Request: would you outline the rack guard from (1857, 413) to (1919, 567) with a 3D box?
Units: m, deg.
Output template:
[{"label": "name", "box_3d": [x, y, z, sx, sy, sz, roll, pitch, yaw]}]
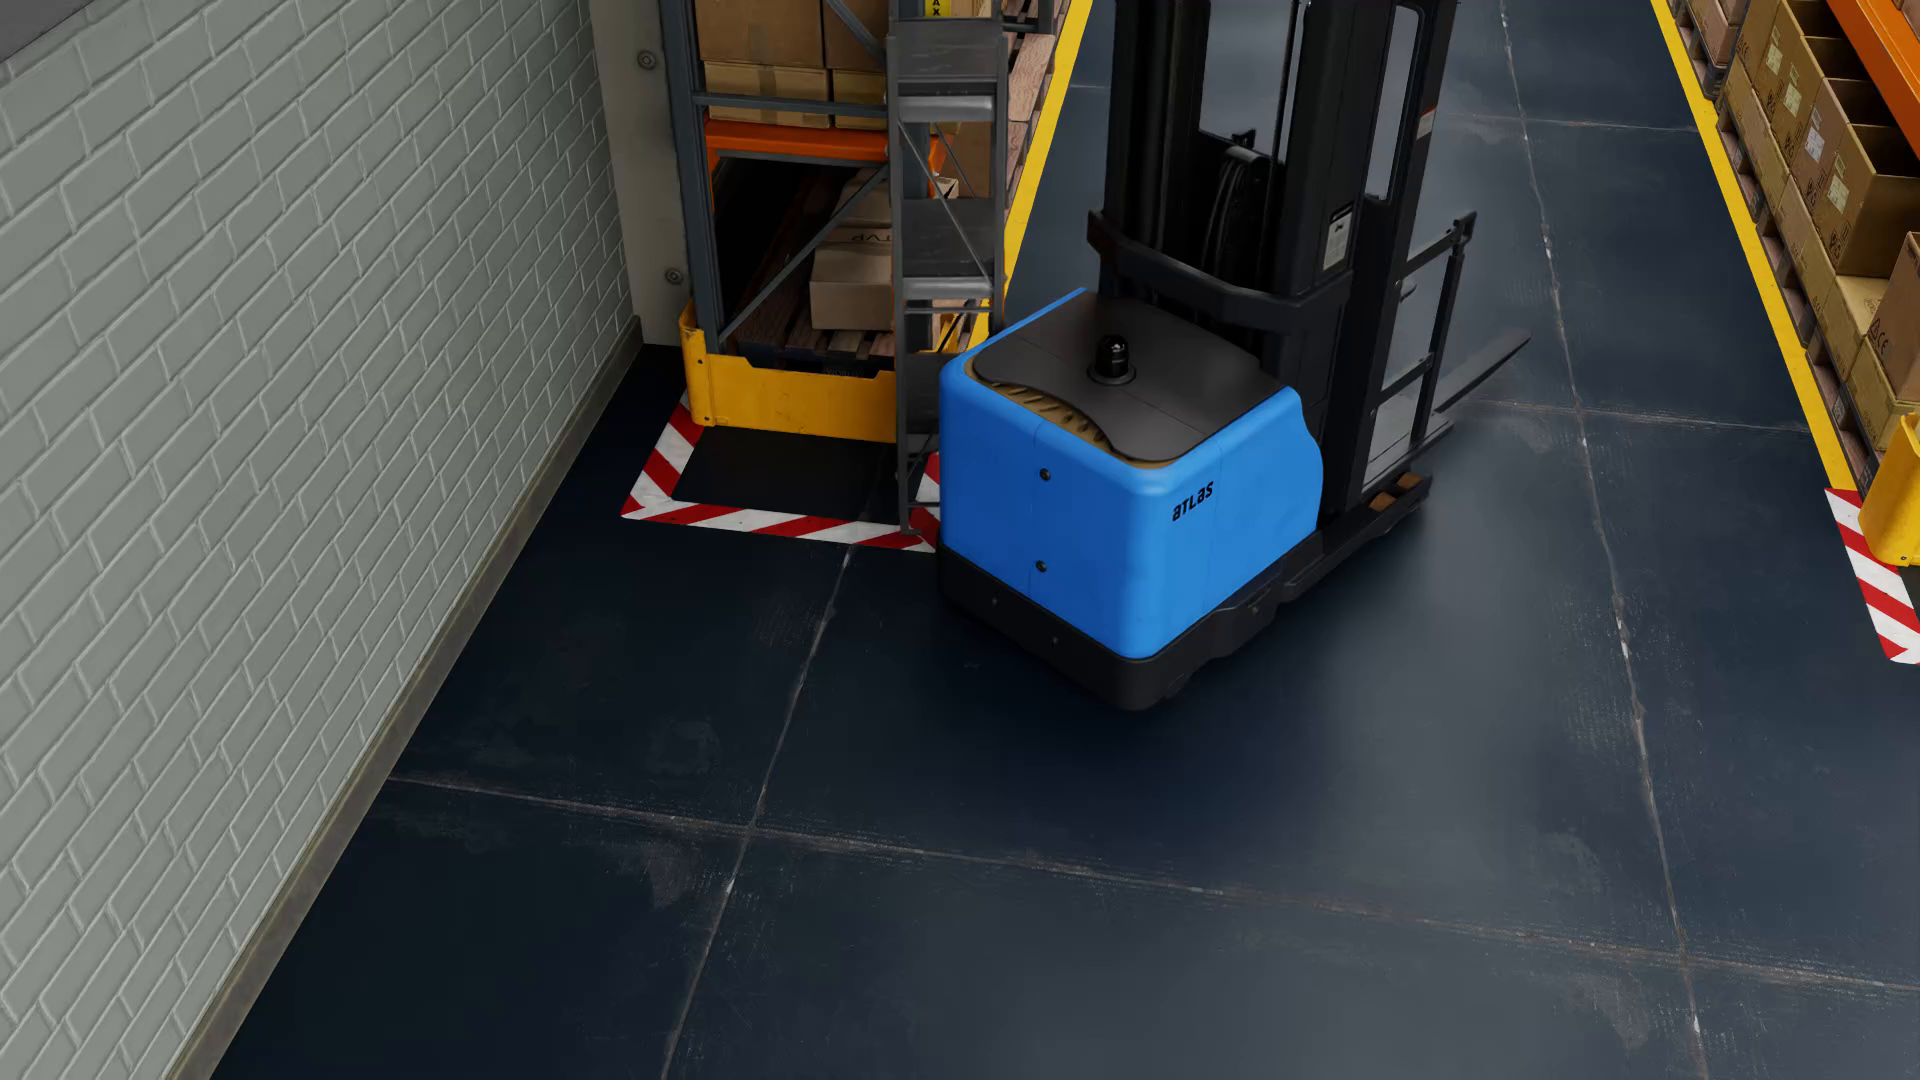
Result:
[{"label": "rack guard", "box_3d": [4.257, -0.145, 6.533, 1.175, 0.500, 0.348, 6, 40, 8]}]

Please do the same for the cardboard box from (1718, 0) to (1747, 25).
[{"label": "cardboard box", "box_3d": [4.741, -3.238, 9.701, 0.500, 0.311, 0.500, 6, 40, 8]}]

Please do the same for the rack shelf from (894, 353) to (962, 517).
[{"label": "rack shelf", "box_3d": [-0.048, -0.446, 6.762, 0.431, 0.518, 0.480, -1, 40, -1]}]

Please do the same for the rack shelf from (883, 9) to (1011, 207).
[{"label": "rack shelf", "box_3d": [-0.048, -1.525, 5.870, 0.431, 0.518, 0.480, -1, 40, -1]}]

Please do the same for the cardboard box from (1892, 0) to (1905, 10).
[{"label": "cardboard box", "box_3d": [4.707, -2.747, 7.640, 0.700, 0.500, 0.500, 7, 40, 8]}]

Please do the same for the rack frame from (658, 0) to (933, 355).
[{"label": "rack frame", "box_3d": [-0.618, -1.668, 6.413, 1.000, 3.000, 0.127, 6, 40, 8]}]

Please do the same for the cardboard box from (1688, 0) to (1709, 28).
[{"label": "cardboard box", "box_3d": [4.829, -3.346, 10.271, 0.500, 0.250, 0.500, 6, 40, 7]}]

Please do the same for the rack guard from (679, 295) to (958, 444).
[{"label": "rack guard", "box_3d": [-0.605, -0.752, 7.267, 1.175, 0.500, 0.348, 6, 40, 8]}]

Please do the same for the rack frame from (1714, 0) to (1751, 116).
[{"label": "rack frame", "box_3d": [4.954, -3.634, 8.791, 1.000, 3.000, 0.127, 6, 40, 8]}]

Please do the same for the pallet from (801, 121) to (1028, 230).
[{"label": "pallet", "box_3d": [-0.216, -1.910, 8.894, 1.003, 0.211, 1.213, 6, 40, 8]}]

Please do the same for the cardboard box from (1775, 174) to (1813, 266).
[{"label": "cardboard box", "box_3d": [4.311, -1.538, 8.084, 0.500, 0.250, 0.500, 6, 40, 8]}]

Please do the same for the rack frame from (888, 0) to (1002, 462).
[{"label": "rack frame", "box_3d": [-0.053, -1.152, 6.495, 0.400, 2.100, 0.015, -1, 40, -1]}]

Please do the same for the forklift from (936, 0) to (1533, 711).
[{"label": "forklift", "box_3d": [1.301, -1.362, 6.097, 1.130, 2.935, 3.031, 32, 49, 33]}]

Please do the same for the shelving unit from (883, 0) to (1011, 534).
[{"label": "shelving unit", "box_3d": [-0.048, -0.996, 6.307, 0.431, 2.100, 0.503, -1, 40, -1]}]

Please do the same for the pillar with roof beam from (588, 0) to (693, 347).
[{"label": "pillar with roof beam", "box_3d": [2.891, -4.040, 4.574, 9.100, 9.000, 0.400, 6, 40, 8]}]

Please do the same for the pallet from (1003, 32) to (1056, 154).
[{"label": "pallet", "box_3d": [-0.007, -2.678, 9.823, 1.003, 0.211, 1.213, 6, 40, 8]}]

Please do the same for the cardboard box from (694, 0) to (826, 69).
[{"label": "cardboard box", "box_3d": [-0.746, -2.226, 6.602, 0.500, 0.500, 0.500, 6, 40, 7]}]

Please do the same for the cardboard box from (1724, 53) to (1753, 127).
[{"label": "cardboard box", "box_3d": [4.575, -2.479, 9.222, 0.500, 0.250, 0.500, 6, 40, 8]}]

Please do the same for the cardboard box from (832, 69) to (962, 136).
[{"label": "cardboard box", "box_3d": [-0.221, -1.889, 6.782, 0.500, 0.250, 0.500, 5, 40, 6]}]

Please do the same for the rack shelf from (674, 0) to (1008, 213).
[{"label": "rack shelf", "box_3d": [-0.272, -2.646, 8.160, 1.077, 0.370, 4.000, 6, 40, 8]}]

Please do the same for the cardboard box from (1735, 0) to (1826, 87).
[{"label": "cardboard box", "box_3d": [4.565, -2.769, 8.985, 0.500, 0.500, 0.500, 6, 40, 8]}]

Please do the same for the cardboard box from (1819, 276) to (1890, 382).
[{"label": "cardboard box", "box_3d": [4.138, -0.910, 7.325, 0.500, 0.250, 0.500, 6, 40, 8]}]

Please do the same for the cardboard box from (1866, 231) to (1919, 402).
[{"label": "cardboard box", "box_3d": [4.061, -0.884, 6.705, 0.500, 0.500, 0.500, 6, 40, 8]}]

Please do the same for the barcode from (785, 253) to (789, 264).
[{"label": "barcode", "box_3d": [-0.801, -1.284, 7.707, 0.001, 0.075, 0.075, 6, 40, 8]}]

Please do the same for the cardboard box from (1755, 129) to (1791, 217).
[{"label": "cardboard box", "box_3d": [4.392, -1.852, 8.464, 0.500, 0.250, 0.500, 6, 40, 8]}]

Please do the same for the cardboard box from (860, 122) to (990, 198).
[{"label": "cardboard box", "box_3d": [-0.135, -2.111, 8.565, 0.700, 0.500, 0.500, 4, 40, 5]}]

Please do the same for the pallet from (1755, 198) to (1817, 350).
[{"label": "pallet", "box_3d": [4.566, -1.297, 8.153, 1.003, 0.211, 1.213, 6, 40, 8]}]

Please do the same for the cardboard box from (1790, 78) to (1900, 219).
[{"label": "cardboard box", "box_3d": [4.307, -1.827, 7.846, 0.500, 0.500, 0.500, 6, 40, 8]}]

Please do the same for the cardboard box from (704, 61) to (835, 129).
[{"label": "cardboard box", "box_3d": [-0.728, -1.932, 6.835, 0.500, 0.250, 0.500, 7, 40, 8]}]

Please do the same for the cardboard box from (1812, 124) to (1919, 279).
[{"label": "cardboard box", "box_3d": [4.220, -1.513, 7.466, 0.500, 0.500, 0.500, 6, 40, 8]}]

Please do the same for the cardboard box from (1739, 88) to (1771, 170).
[{"label": "cardboard box", "box_3d": [4.483, -2.165, 8.843, 0.500, 0.250, 0.500, 6, 40, 8]}]

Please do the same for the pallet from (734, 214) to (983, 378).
[{"label": "pallet", "box_3d": [-0.430, -1.147, 7.971, 1.003, 0.211, 1.213, 6, 40, 8]}]

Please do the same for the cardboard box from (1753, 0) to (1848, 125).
[{"label": "cardboard box", "box_3d": [4.486, -2.454, 8.604, 0.500, 0.500, 0.500, 6, 40, 8]}]

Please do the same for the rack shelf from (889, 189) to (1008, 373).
[{"label": "rack shelf", "box_3d": [-0.048, -0.986, 6.316, 0.431, 0.518, 0.480, -1, 40, -1]}]

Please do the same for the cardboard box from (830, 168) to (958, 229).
[{"label": "cardboard box", "box_3d": [-0.311, -1.583, 8.075, 0.500, 0.311, 0.500, 10, 41, 11]}]

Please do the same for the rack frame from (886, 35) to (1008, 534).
[{"label": "rack frame", "box_3d": [-0.042, -0.841, 6.119, 0.400, 2.100, 0.015, -1, 40, -1]}]

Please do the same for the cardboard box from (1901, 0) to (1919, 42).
[{"label": "cardboard box", "box_3d": [4.620, -2.426, 7.251, 0.700, 0.500, 0.500, 8, 40, 9]}]

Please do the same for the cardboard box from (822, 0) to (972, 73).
[{"label": "cardboard box", "box_3d": [-0.240, -2.173, 6.538, 0.500, 0.500, 0.500, 6, 40, 8]}]

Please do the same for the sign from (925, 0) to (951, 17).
[{"label": "sign", "box_3d": [-0.084, -1.942, 6.065, 0.100, 0.325, 0.005, 6, 40, 8]}]

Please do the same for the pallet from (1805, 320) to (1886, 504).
[{"label": "pallet", "box_3d": [4.352, -0.534, 7.230, 1.003, 0.211, 1.213, 6, 40, 8]}]

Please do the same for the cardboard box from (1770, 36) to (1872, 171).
[{"label": "cardboard box", "box_3d": [4.392, -2.141, 8.225, 0.500, 0.500, 0.500, 6, 40, 8]}]

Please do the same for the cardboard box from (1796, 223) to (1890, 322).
[{"label": "cardboard box", "box_3d": [4.223, -1.224, 7.705, 0.500, 0.250, 0.500, 6, 40, 8]}]

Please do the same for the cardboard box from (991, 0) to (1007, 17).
[{"label": "cardboard box", "box_3d": [-0.051, -2.535, 7.564, 0.500, 0.250, 0.500, 6, 40, 7]}]

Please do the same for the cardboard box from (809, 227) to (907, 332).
[{"label": "cardboard box", "box_3d": [-0.410, -1.225, 7.643, 0.500, 0.311, 0.500, 2, 40, 3]}]

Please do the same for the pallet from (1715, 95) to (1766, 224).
[{"label": "pallet", "box_3d": [4.775, -2.065, 9.082, 1.003, 0.211, 1.213, 6, 40, 8]}]

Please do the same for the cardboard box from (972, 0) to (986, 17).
[{"label": "cardboard box", "box_3d": [-0.144, -2.482, 6.912, 0.500, 0.500, 0.500, 7, 40, 8]}]

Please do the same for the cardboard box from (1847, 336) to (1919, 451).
[{"label": "cardboard box", "box_3d": [4.063, -0.595, 6.944, 0.500, 0.250, 0.500, 6, 40, 8]}]

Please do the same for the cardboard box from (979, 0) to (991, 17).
[{"label": "cardboard box", "box_3d": [-0.145, -2.216, 7.178, 0.500, 0.250, 0.500, 5, 40, 6]}]

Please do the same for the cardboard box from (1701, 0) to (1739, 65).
[{"label": "cardboard box", "box_3d": [4.740, -3.028, 9.887, 0.500, 0.250, 0.500, 6, 40, 7]}]

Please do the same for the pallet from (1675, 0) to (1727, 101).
[{"label": "pallet", "box_3d": [5.043, -3.026, 10.244, 1.003, 0.211, 1.213, 6, 40, 8]}]

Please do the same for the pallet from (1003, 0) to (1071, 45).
[{"label": "pallet", "box_3d": [0.207, -3.592, 10.929, 1.003, 0.211, 1.213, 6, 40, 8]}]

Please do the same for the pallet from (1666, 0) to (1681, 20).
[{"label": "pallet", "box_3d": [5.251, -3.794, 11.173, 1.003, 0.211, 1.213, 6, 40, 8]}]

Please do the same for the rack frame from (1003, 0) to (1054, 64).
[{"label": "rack frame", "box_3d": [0.074, -4.178, 9.449, 1.000, 3.000, 0.127, 6, 40, 8]}]
